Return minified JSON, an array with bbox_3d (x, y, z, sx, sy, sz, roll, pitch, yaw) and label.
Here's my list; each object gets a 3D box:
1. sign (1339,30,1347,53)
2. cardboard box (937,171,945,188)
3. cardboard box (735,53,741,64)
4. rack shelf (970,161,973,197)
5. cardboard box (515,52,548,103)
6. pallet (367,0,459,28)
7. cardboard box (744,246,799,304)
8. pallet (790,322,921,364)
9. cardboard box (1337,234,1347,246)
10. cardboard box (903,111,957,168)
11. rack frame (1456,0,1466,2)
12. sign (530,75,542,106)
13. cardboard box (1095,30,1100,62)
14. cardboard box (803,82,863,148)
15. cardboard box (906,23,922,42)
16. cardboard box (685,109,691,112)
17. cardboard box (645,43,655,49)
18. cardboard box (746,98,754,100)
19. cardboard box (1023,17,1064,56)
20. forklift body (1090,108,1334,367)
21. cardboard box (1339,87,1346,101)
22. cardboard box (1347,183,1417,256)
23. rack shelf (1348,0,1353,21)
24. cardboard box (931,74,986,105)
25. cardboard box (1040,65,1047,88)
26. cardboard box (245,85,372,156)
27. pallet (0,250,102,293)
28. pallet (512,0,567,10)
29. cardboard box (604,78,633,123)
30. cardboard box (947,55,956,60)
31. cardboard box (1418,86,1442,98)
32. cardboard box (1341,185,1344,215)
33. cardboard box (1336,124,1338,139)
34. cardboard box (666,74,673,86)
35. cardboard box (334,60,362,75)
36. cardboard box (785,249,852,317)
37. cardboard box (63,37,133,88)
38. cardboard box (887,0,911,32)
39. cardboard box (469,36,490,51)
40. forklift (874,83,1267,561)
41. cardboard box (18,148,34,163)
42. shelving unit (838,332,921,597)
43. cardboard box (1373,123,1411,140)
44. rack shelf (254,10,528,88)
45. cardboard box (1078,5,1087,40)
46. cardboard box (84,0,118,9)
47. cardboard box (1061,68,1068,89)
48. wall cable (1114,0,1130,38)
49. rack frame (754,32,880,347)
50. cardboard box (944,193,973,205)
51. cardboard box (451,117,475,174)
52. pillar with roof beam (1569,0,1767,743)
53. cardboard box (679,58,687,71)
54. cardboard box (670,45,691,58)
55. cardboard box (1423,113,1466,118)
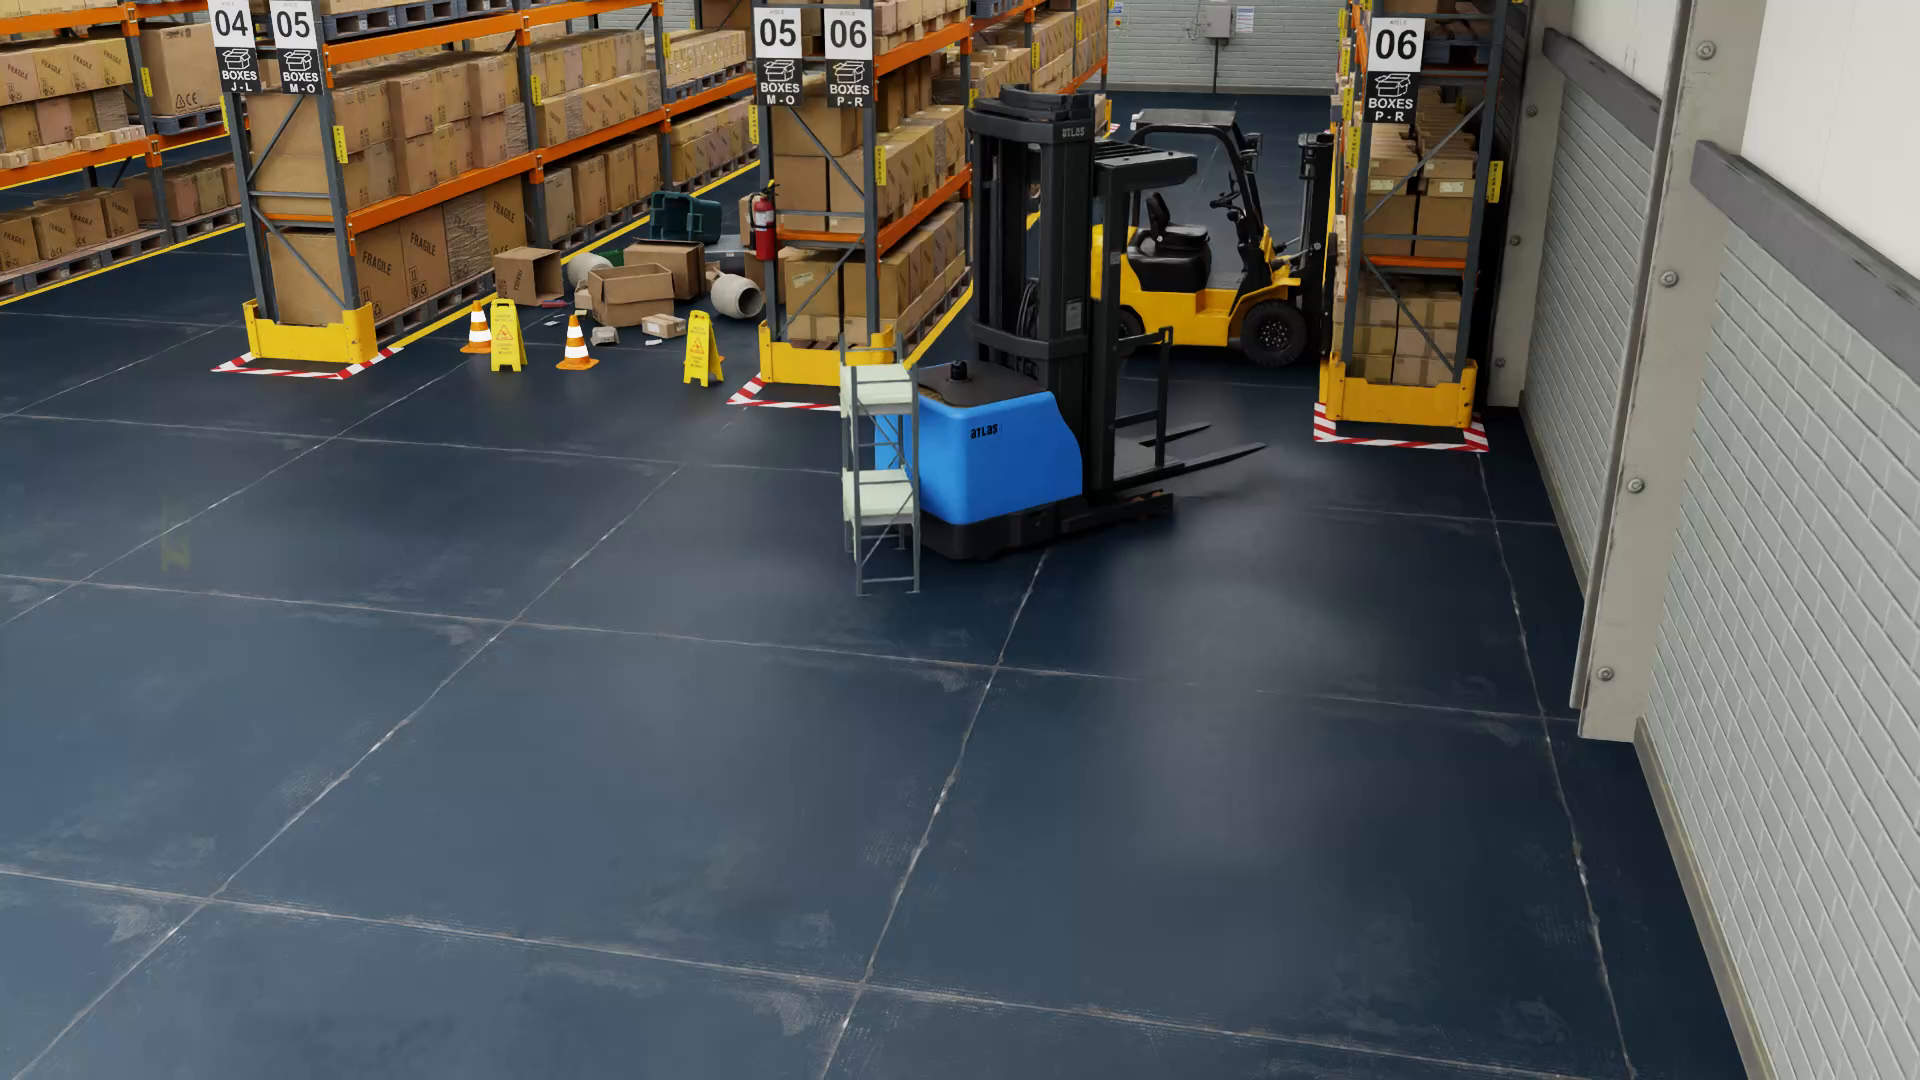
[{"bbox_3d":[5.571,-7.249,24.178,0.100,0.325,0.005,4,22,11],"label":"sign"},{"bbox_3d":[-0.360,-3.631,16.689,0.380,0.149,0.250,4,22,10],"label":"cardboard box"},{"bbox_3d":[-3.563,-7.349,25.359,0.380,0.149,0.250,5,22,11],"label":"cardboard box"},{"bbox_3d":[0.019,-4.657,19.866,1.077,0.370,4.000,4,22,11],"label":"rack shelf"},{"bbox_3d":[-5.160,-5.292,19.007,0.700,0.500,0.500,4,22,10],"label":"cardboard box"},{"bbox_3d":[-5.684,-5.207,16.371,1.003,0.211,1.213,4,22,11],"label":"pallet"},{"bbox_3d":[-1.940,-2.813,17.666,0.500,0.500,0.500,-16,27,-35],"label":"cardboard box"},{"bbox_3d":[-0.989,-1.826,15.604,1.003,0.211,1.213,4,22,11],"label":"pallet"},{"bbox_3d":[3.860,-2.744,15.931,0.500,0.250,0.500,5,23,13],"label":"cardboard box"},{"bbox_3d":[-0.335,-4.074,16.922,0.500,0.500,0.500,5,23,13],"label":"cardboard box"},{"bbox_3d":[4.471,-6.665,15.858,1.000,3.000,0.127,4,22,11],"label":"rack frame"},{"bbox_3d":[-4.712,-4.997,18.480,0.100,0.325,0.005,4,22,11],"label":"sign"},{"bbox_3d":[2.008,-8.127,27.383,0.500,0.500,0.500,5,22,12],"label":"cardboard box"},{"bbox_3d":[-1.204,-3.833,14.985,0.700,0.500,0.500,5,22,11],"label":"cardboard box"},{"bbox_3d":[-0.560,-4.641,15.183,0.380,0.149,0.250,5,22,12],"label":"cardboard box"},{"bbox_3d":[-4.247,-6.278,24.706,0.500,0.250,0.500,5,23,13],"label":"cardboard box"},{"bbox_3d":[-4.576,-7.005,23.708,0.380,0.149,0.250,4,22,11],"label":"cardboard box"},{"bbox_3d":[-3.453,-7.389,28.144,0.380,0.149,0.250,5,22,11],"label":"cardboard box"},{"bbox_3d":[1.177,-7.139,23.593,0.500,0.500,0.500,5,23,13],"label":"cardboard box"},{"bbox_3d":[2.256,-2.859,15.572,2.313,2.155,1.214,4,22,11],"label":"forklift body"},{"bbox_3d":[5.046,-5.693,21.249,0.380,0.149,0.250,5,22,12],"label":"cardboard box"},{"bbox_3d":[3.498,-2.666,13.825,0.500,0.500,0.500,4,22,10],"label":"cardboard box"},{"bbox_3d":[5.695,-7.135,22.001,1.077,0.370,4.000,4,22,11],"label":"rack shelf"},{"bbox_3d":[-0.013,-4.788,18.134,0.500,0.500,0.500,5,22,12],"label":"cardboard box"},{"bbox_3d":[0.879,-6.240,22.365,0.500,0.250,0.500,5,22,12],"label":"cardboard box"},{"bbox_3d":[-5.958,-3.840,15.228,0.875,0.550,0.550,4,22,11],"label":"cardboard box"},{"bbox_3d":[-10.440,-3.026,18.584,1.003,0.211,1.213,4,22,11],"label":"pallet"},{"bbox_3d":[-5.117,-6.242,19.078,0.805,0.209,1.217,4,22,9],"label":"pallet"},{"bbox_3d":[-4.474,-5.559,21.007,0.500,0.500,0.500,4,22,10],"label":"cardboard box"},{"bbox_3d":[-0.093,-5.569,20.072,0.500,0.500,0.500,5,22,12],"label":"cardboard box"},{"bbox_3d":[5.282,-5.082,18.954,0.380,0.149,0.250,4,22,10],"label":"cardboard box"},{"bbox_3d":[5.146,-4.212,20.413,0.875,0.625,0.625,5,23,13],"label":"cardboard box"},{"bbox_3d":[6.489,-6.780,26.958,0.700,0.500,0.500,5,23,13],"label":"cardboard box"},{"bbox_3d":[-4.151,-6.289,22.729,0.380,0.149,0.250,4,22,10],"label":"cardboard box"},{"bbox_3d":[-8.909,-6.681,23.794,0.500,0.500,0.500,5,22,12],"label":"cardboard box"},{"bbox_3d":[-1.297,-2.377,15.355,0.500,0.500,0.500,5,22,11],"label":"cardboard box"},{"bbox_3d":[-9.913,-5.478,19.069,0.500,0.500,0.500,4,22,11],"label":"cardboard box"},{"bbox_3d":[-0.730,-4.604,14.557,0.500,0.250,0.500,4,22,10],"label":"cardboard box"},{"bbox_3d":[-8.106,-8.161,27.405,0.500,0.250,0.500,4,22,10],"label":"cardboard box"},{"bbox_3d":[0.897,-1.637,11.496,3.031,2.935,1.130,-15,26,-33],"label":"forklift"},{"bbox_3d":[-10.293,-4.164,18.015,0.380,0.149,0.250,4,22,11],"label":"cardboard box"},{"bbox_3d":[-0.511,-0.485,10.551,0.431,1.500,0.755,-3,22,-8],"label":"shelving unit"},{"bbox_3d":[3.897,-3.704,15.136,0.380,0.149,0.250,5,22,11],"label":"cardboard box"},{"bbox_3d":[-5.664,-4.926,16.518,1.077,0.370,4.000,4,22,11],"label":"rack shelf"},{"bbox_3d":[1.687,-8.036,25.818,0.500,0.500,0.500,4,22,10],"label":"cardboard box"},{"bbox_3d":[-9.928,-6.150,18.795,0.500,0.250,0.500,5,23,13],"label":"cardboard box"},{"bbox_3d":[1.293,-6.746,24.290,0.500,0.250,0.500,4,22,10],"label":"cardboard box"},{"bbox_3d":[3.187,-11.198,33.741,0.585,1.953,0.123,4,22,11],"label":"wall cable"},{"bbox_3d":[-1.205,-2.797,14.283,1.000,3.000,0.127,4,22,11],"label":"rack frame"},{"bbox_3d":[-0.001,-3.945,20.090,0.950,0.372,0.625,5,23,13],"label":"cardboard box"},{"bbox_3d":[-5.635,-4.142,17.423,0.875,0.550,0.550,4,22,11],"label":"cardboard box"},{"bbox_3d":[-0.760,-3.522,8.054,9.100,9.000,0.400,4,22,11],"label":"pillar with roof beam"},{"bbox_3d":[-4.040,-6.638,23.196,0.380,0.149,0.250,4,22,9],"label":"cardboard box"},{"bbox_3d":[-3.994,-6.856,23.340,0.380,0.149,0.250,4,22,9],"label":"cardboard box"},{"bbox_3d":[4.579,-3.945,15.734,0.380,0.149,0.250,4,22,10],"label":"cardboard box"}]
